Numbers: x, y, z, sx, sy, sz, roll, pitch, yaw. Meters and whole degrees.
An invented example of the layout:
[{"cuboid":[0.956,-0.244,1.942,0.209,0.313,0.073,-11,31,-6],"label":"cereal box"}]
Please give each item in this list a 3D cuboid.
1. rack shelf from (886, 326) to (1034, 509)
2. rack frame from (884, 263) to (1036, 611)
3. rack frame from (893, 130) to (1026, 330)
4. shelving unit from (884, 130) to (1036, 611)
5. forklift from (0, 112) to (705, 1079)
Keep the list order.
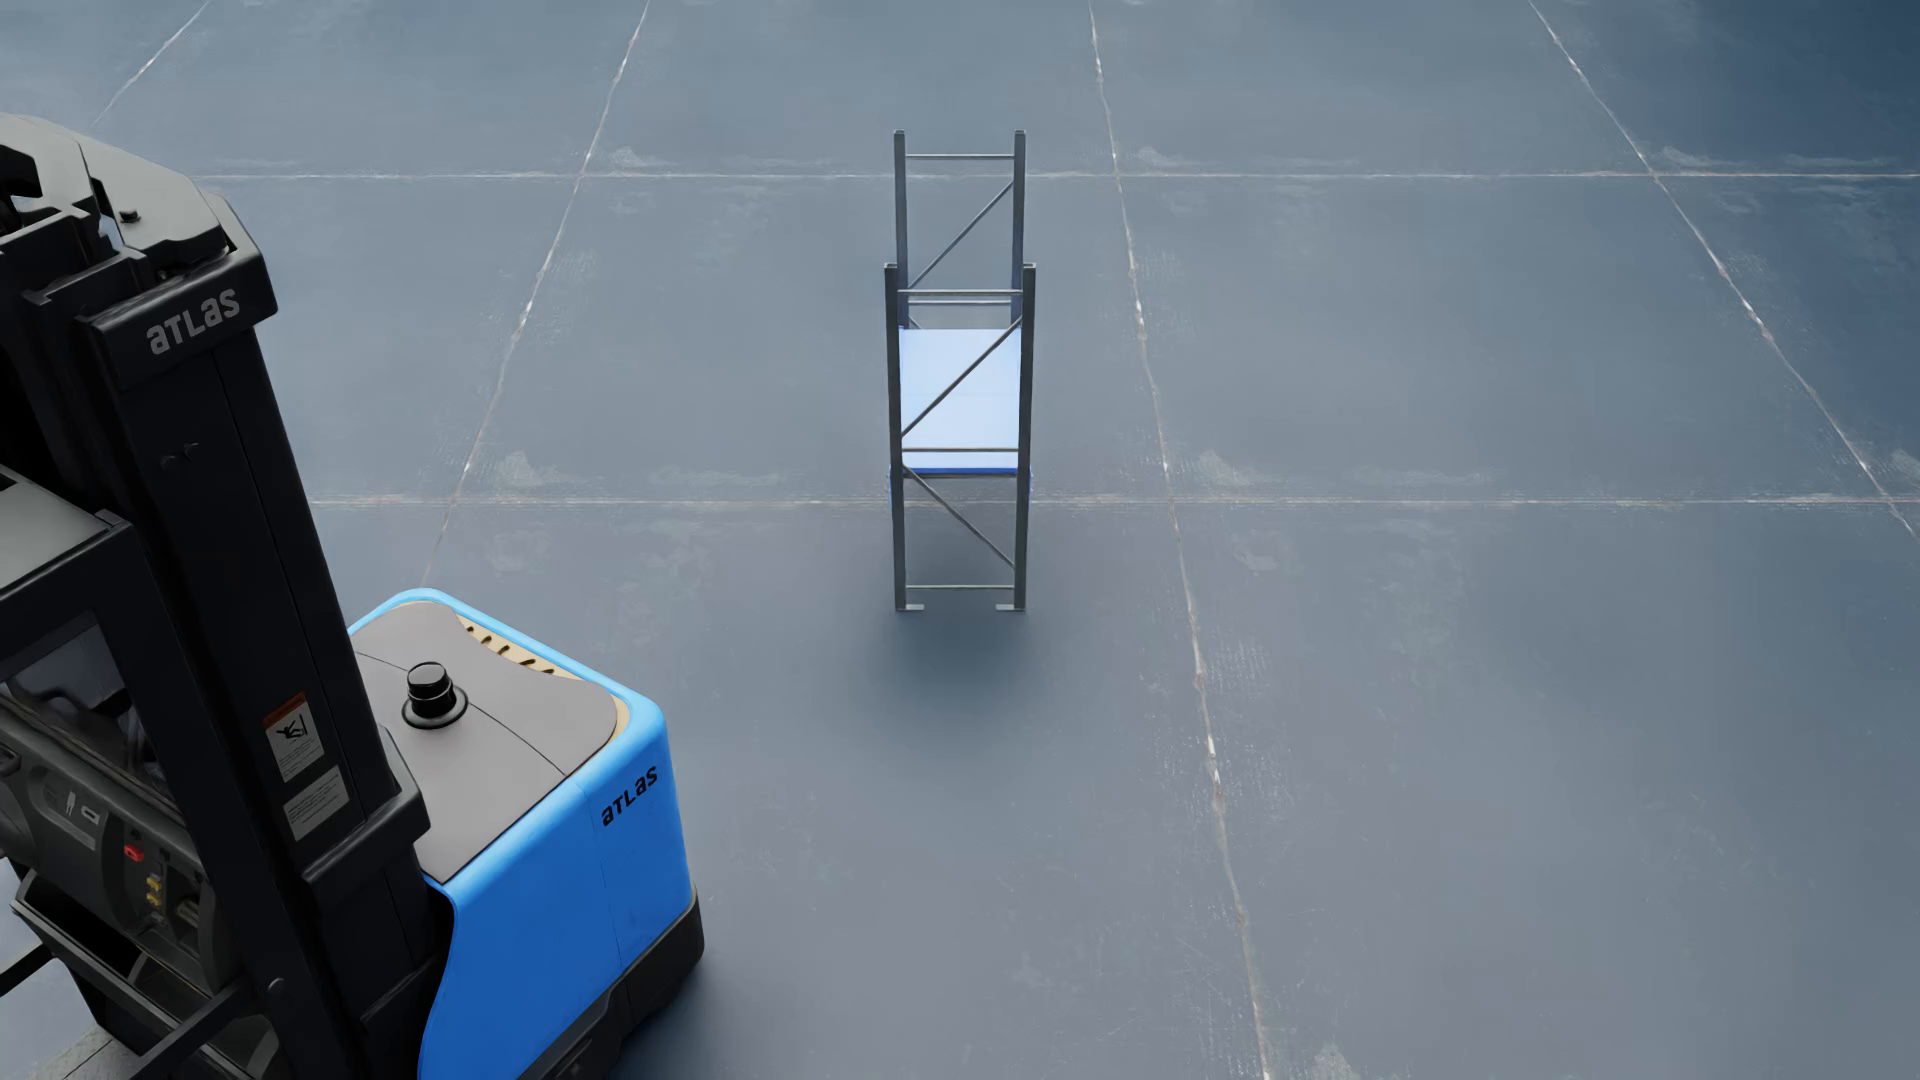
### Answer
[{"cuboid":[0.000,-0.498,6.460,0.538,0.185,1.000,0,39,0],"label":"rack shelf"},{"cuboid":[0.000,-0.321,5.951,0.500,1.500,0.032,0,39,0],"label":"rack frame"},{"cuboid":[-0.001,-0.956,6.744,0.500,1.500,0.032,0,39,0],"label":"rack frame"},{"cuboid":[0.000,-0.639,6.348,0.538,1.500,1.048,0,39,0],"label":"shelving unit"},{"cuboid":[-2.017,0.744,3.478,1.130,2.935,3.031,23,44,26],"label":"forklift"}]
